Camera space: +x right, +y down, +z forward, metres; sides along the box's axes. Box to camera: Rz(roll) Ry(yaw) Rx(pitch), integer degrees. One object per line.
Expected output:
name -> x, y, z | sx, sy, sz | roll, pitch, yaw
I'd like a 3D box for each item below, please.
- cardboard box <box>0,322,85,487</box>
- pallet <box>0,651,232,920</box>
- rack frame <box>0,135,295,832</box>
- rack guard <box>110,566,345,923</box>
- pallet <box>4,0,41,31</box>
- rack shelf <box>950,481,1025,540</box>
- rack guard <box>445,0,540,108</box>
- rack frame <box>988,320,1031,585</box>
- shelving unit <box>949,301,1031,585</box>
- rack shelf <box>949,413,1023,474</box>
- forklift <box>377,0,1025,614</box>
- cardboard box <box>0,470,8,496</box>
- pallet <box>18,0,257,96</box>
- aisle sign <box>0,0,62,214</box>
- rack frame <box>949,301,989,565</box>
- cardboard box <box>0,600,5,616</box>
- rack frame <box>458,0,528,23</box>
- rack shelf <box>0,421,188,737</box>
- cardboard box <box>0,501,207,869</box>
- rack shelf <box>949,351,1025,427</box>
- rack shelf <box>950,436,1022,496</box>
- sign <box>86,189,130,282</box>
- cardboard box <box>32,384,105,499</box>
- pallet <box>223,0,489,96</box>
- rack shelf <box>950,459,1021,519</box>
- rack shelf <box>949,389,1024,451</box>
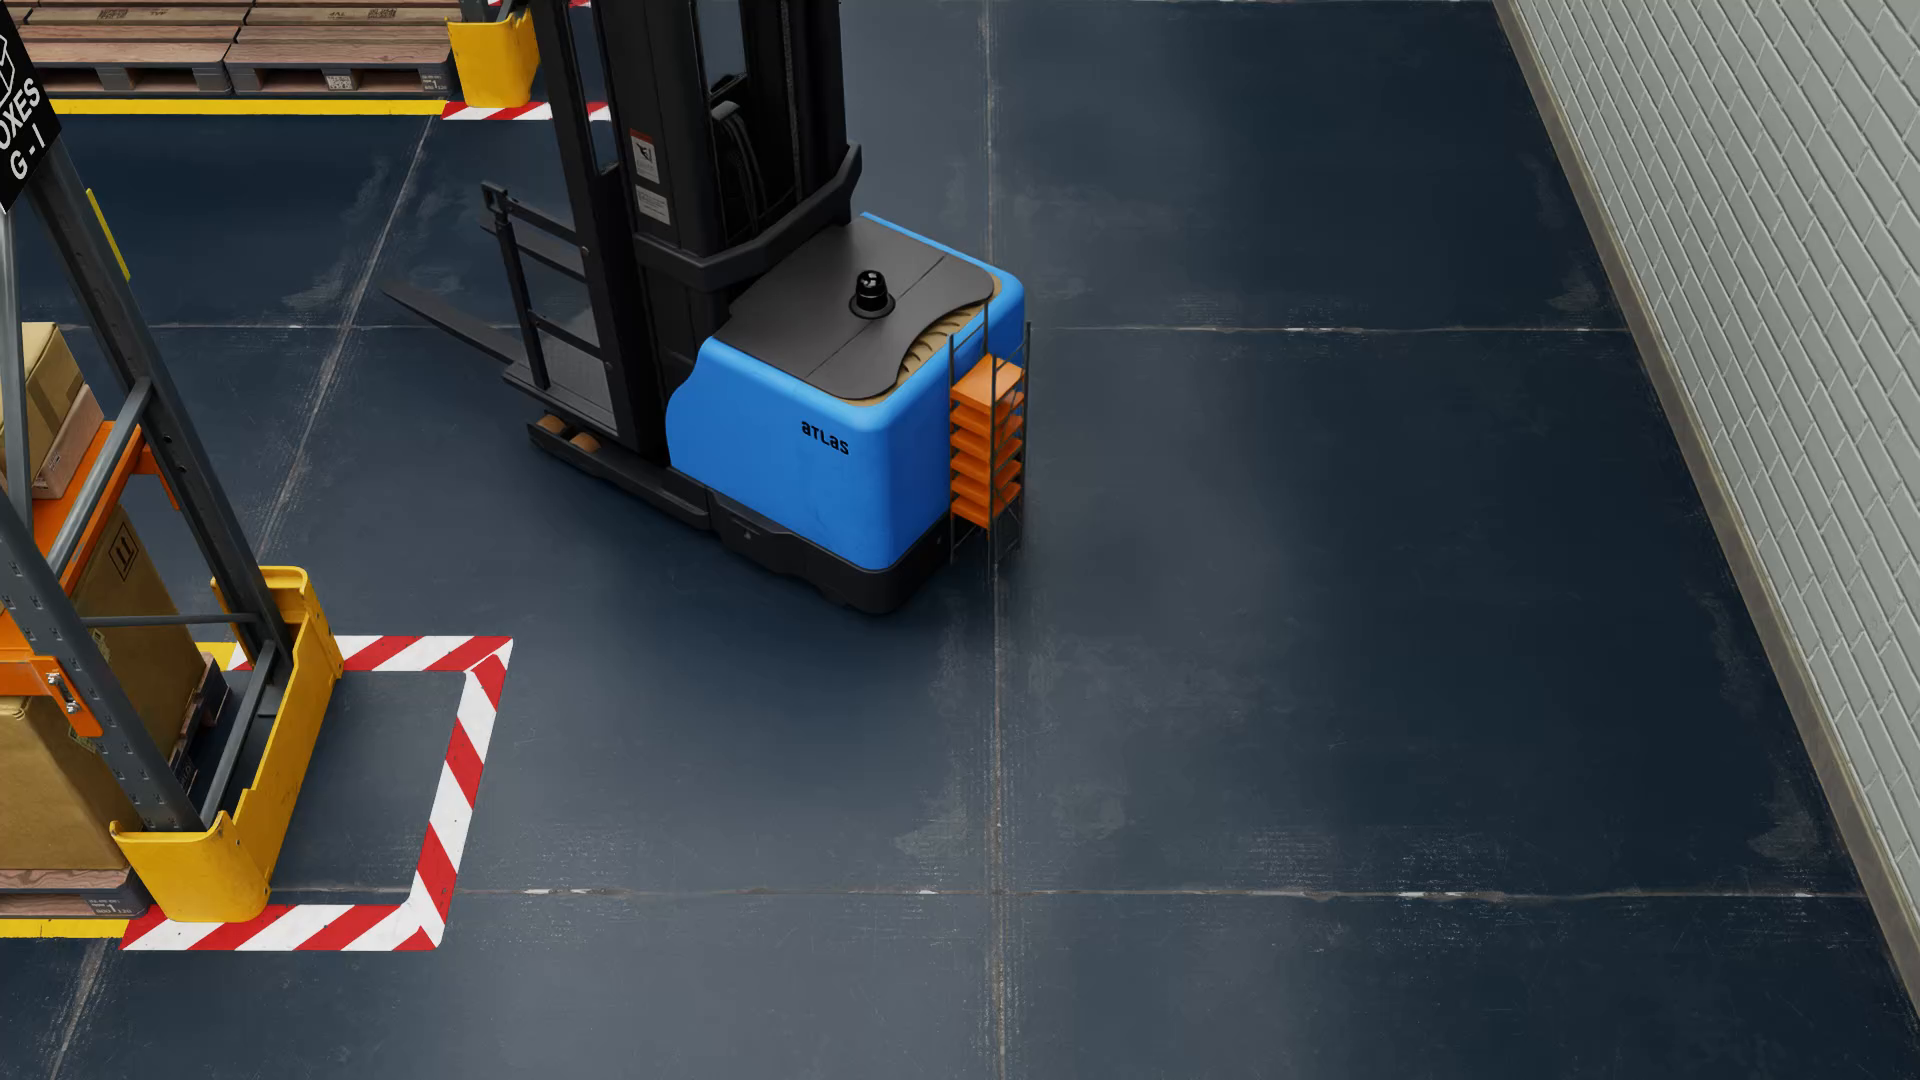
cardboard box -> -3.039, -0.406, 5.059 | 0.500, 0.250, 0.500 | -1, 47, -1
pallet -> -3.360, 0.848, 5.897 | 1.213, 0.211, 1.003 | 0, 47, 0
rack frame -> -2.560, -0.157, 4.927 | 0.127, 3.000, 1.000 | 0, 47, 0
rack guard -> -2.536, 0.695, 5.842 | 0.348, 0.500, 1.175 | 0, 47, 0
pallet -> -5.806, -2.869, 9.357 | 1.213, 0.211, 1.003 | 0, 47, 0
rack shelf -> 0.107, -0.146, 6.536 | 0.180, 0.103, 0.258 | 27, 53, 23
rack guard -> -2.518, -2.940, 9.226 | 0.348, 0.500, 1.175 | 0, 47, 0
rack frame -> 0.182, -0.302, 6.292 | 0.006, 1.200, 0.240 | 27, 53, 23
shelving unit -> 0.107, -0.340, 6.328 | 0.189, 1.200, 0.258 | 27, 53, 23
rack shelf -> 0.107, -0.392, 6.272 | 0.180, 0.103, 0.258 | 27, 53, 23
forklift -> -1.239, -1.581, 6.300 | 3.031, 2.935, 1.130 | 27, 53, 23
cardboard box -> -3.046, -0.014, 4.694 | 0.500, 0.250, 0.500 | -1, 47, 0
pallet -> -4.583, -2.868, 9.356 | 1.213, 0.211, 1.003 | 0, 47, 0
aisle sign -> -2.487, -1.262, 4.180 | 0.004, 0.787, 0.394 | 0, 47, 0
rack frame -> 0.032, -0.379, 6.363 | 0.006, 1.200, 0.240 | 27, 53, 23
cardboard box -> -2.918, 0.169, 4.796 | 0.250, 0.149, 0.380 | 1, 47, 1
rack frame -> -2.542, -3.782, 8.302 | 0.127, 3.000, 1.000 | 0, 47, 0
rack shelf -> -4.560, 0.083, 5.196 | 4.000, 0.370, 1.077 | 0, 47, 0
cardboard box -> -3.201, 0.481, 5.499 | 0.875, 0.875, 0.875 | 0, 47, 0
rack shelf -> 0.107, -0.555, 6.097 | 0.180, 0.103, 0.258 | 27, 53, 23
rack shelf -> 0.107, -0.310, 6.360 | 0.180, 0.103, 0.258 | 27, 53, 23
sign -> -2.552, -0.885, 4.960 | 0.005, 0.325, 0.100 | 0, 47, 0
cardboard box -> -2.914, -0.314, 5.245 | 0.250, 0.149, 0.380 | 1, 47, 1
pallet -> -3.366, -2.863, 9.351 | 1.213, 0.211, 1.003 | 0, 47, 0
rack shelf -> 0.107, -0.228, 6.448 | 0.180, 0.103, 0.258 | 27, 53, 23
rack shelf -> 0.107, -0.474, 6.185 | 0.180, 0.103, 0.258 | 27, 53, 23
